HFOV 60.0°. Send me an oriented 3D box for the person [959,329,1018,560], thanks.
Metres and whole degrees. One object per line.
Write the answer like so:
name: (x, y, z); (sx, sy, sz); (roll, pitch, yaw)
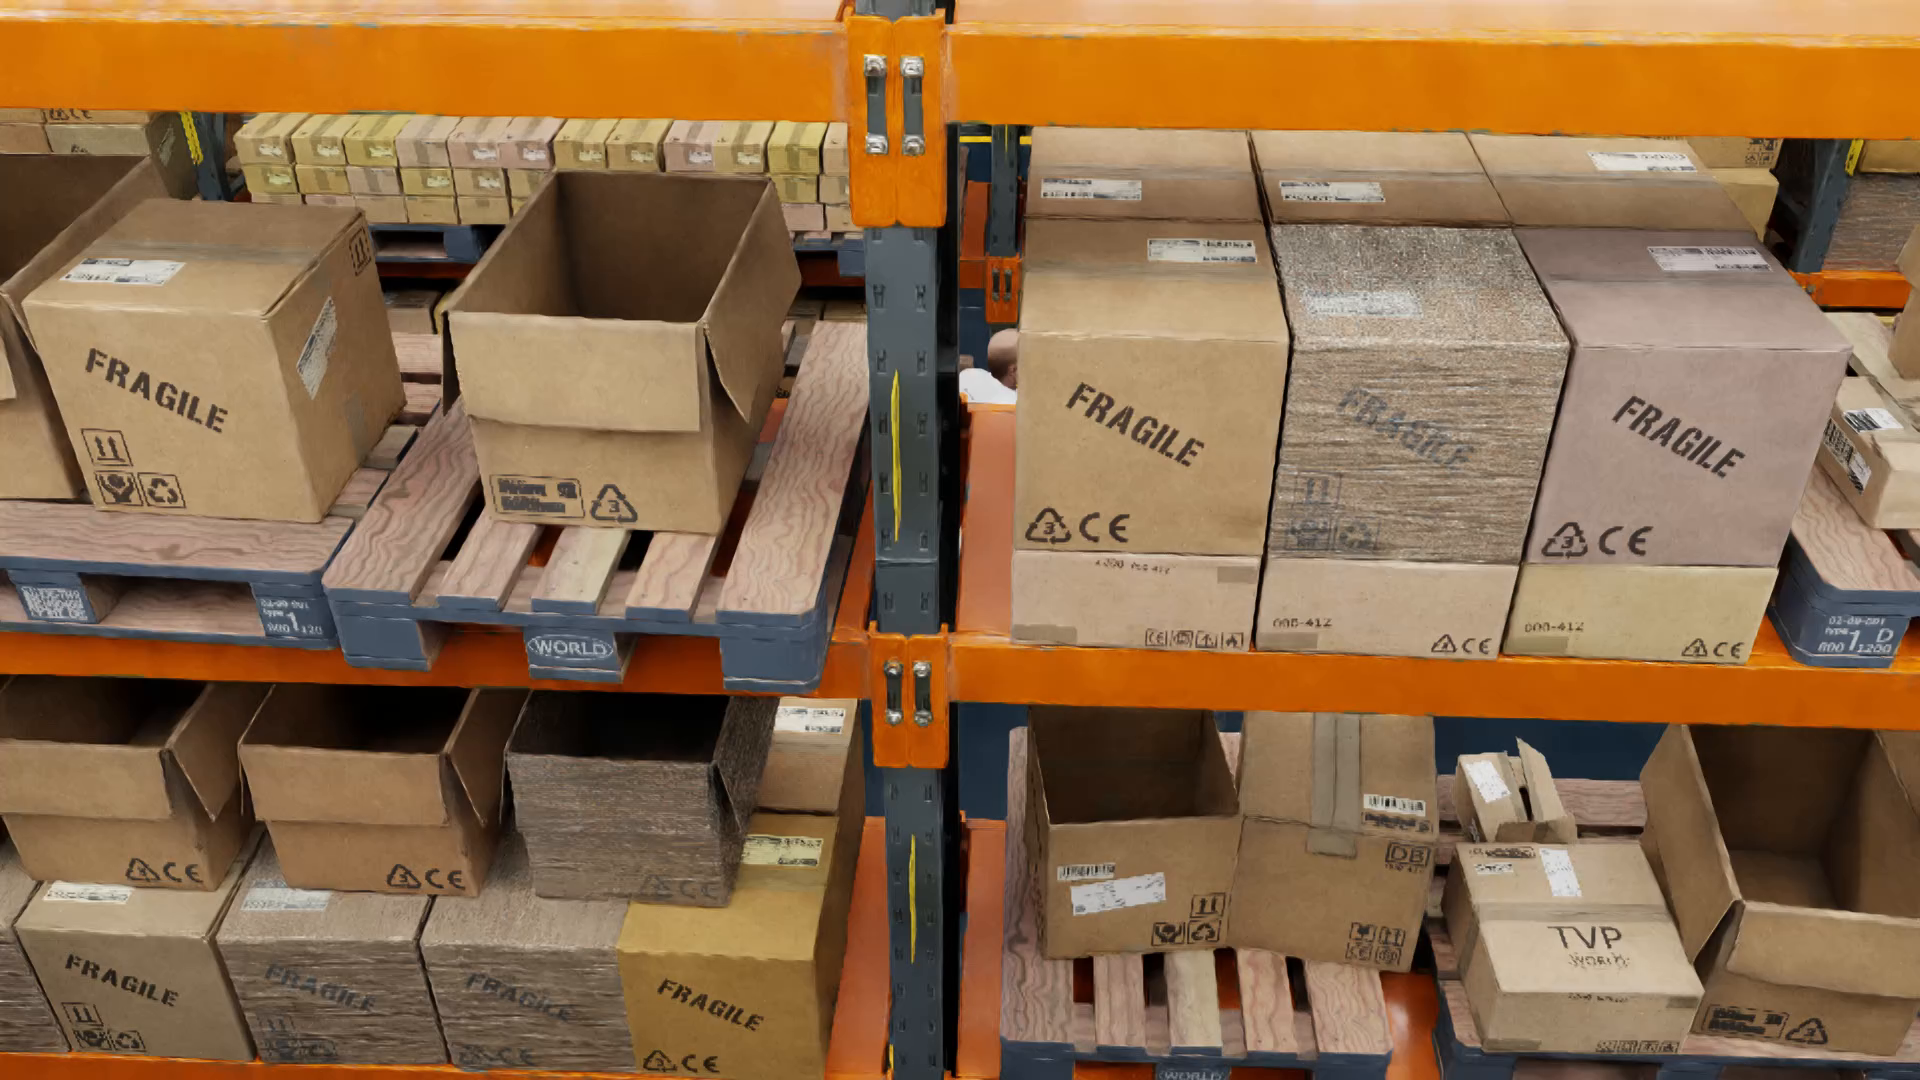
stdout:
person: (0.169, -0.152, 7.341); (0.683, 1.761, 0.680); (-11, 37, -15)
